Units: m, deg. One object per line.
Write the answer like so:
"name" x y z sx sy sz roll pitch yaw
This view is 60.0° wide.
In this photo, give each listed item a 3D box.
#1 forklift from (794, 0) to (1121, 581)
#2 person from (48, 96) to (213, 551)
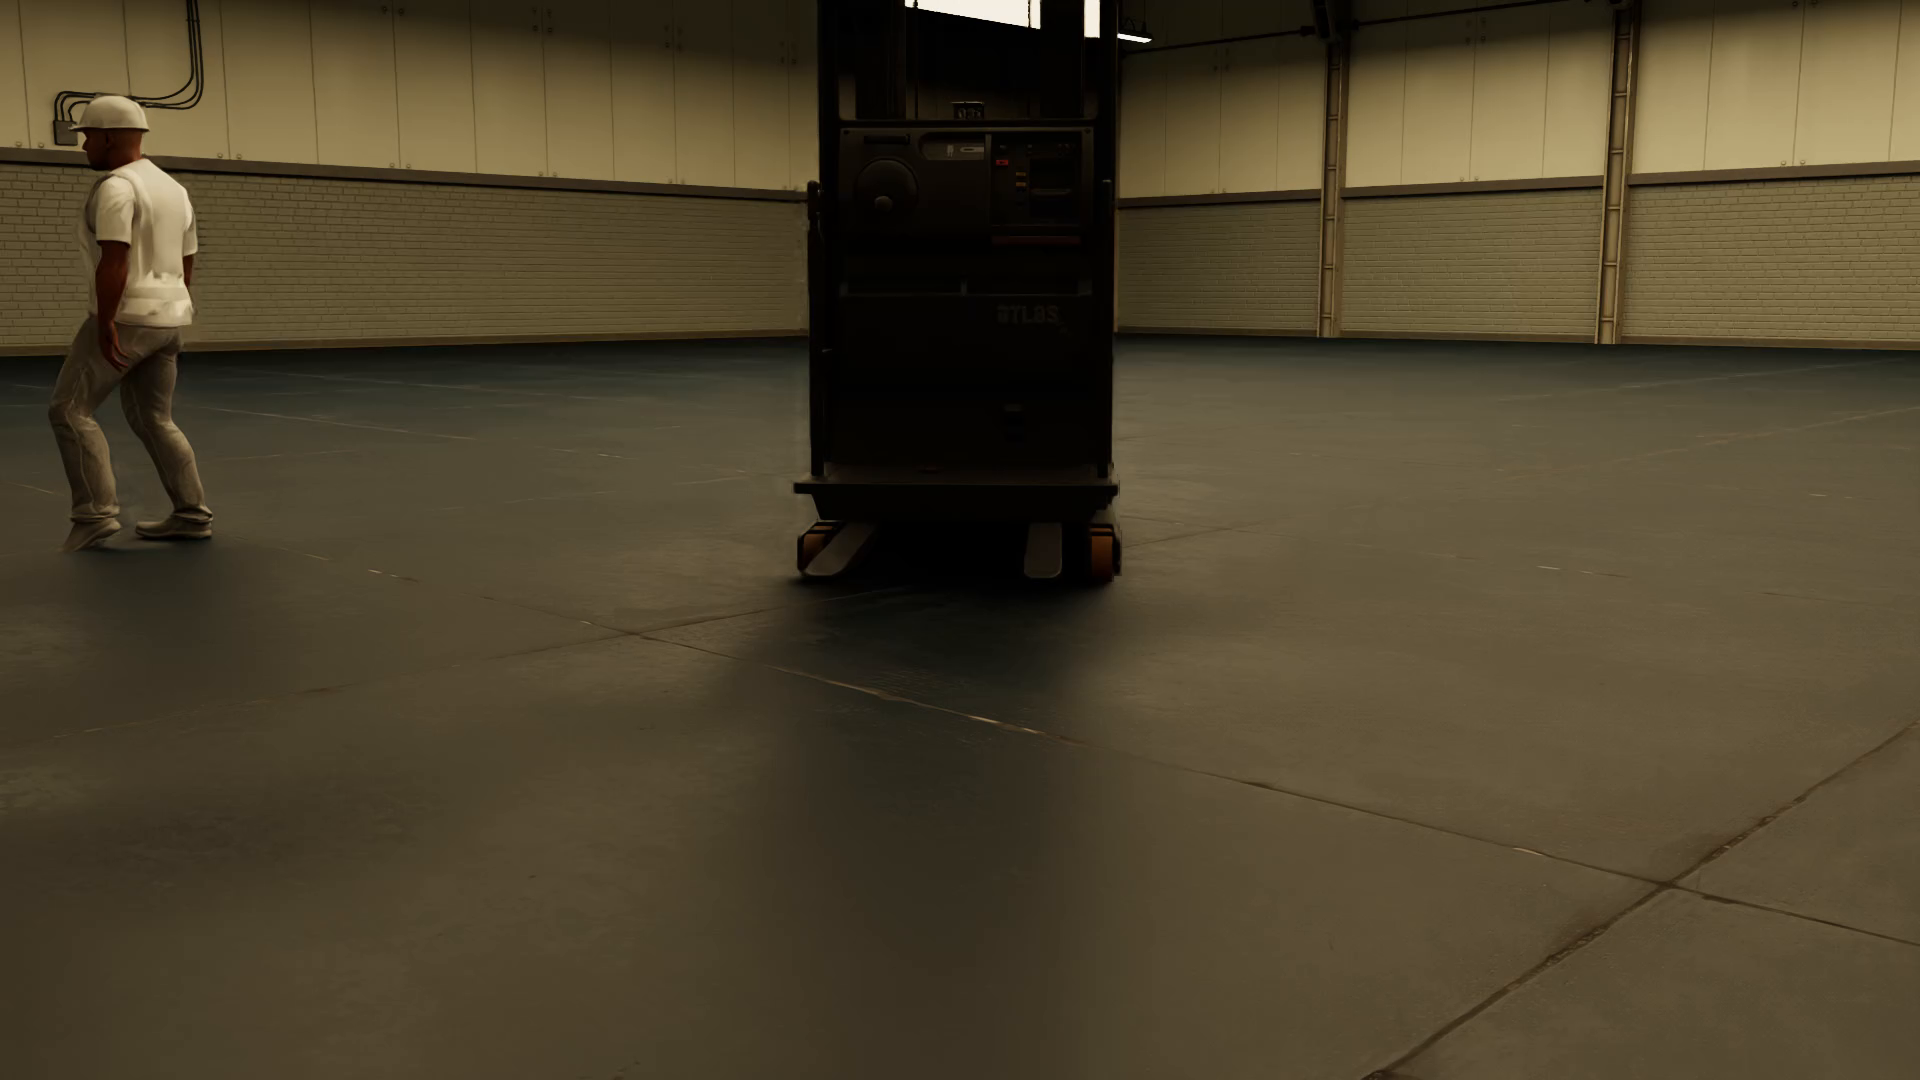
"forklift" 0.011 -1.353 5.857 1.130 2.935 3.031 1 9 3
"person" -3.294 -0.827 6.582 0.512 1.808 0.672 0 9 1
